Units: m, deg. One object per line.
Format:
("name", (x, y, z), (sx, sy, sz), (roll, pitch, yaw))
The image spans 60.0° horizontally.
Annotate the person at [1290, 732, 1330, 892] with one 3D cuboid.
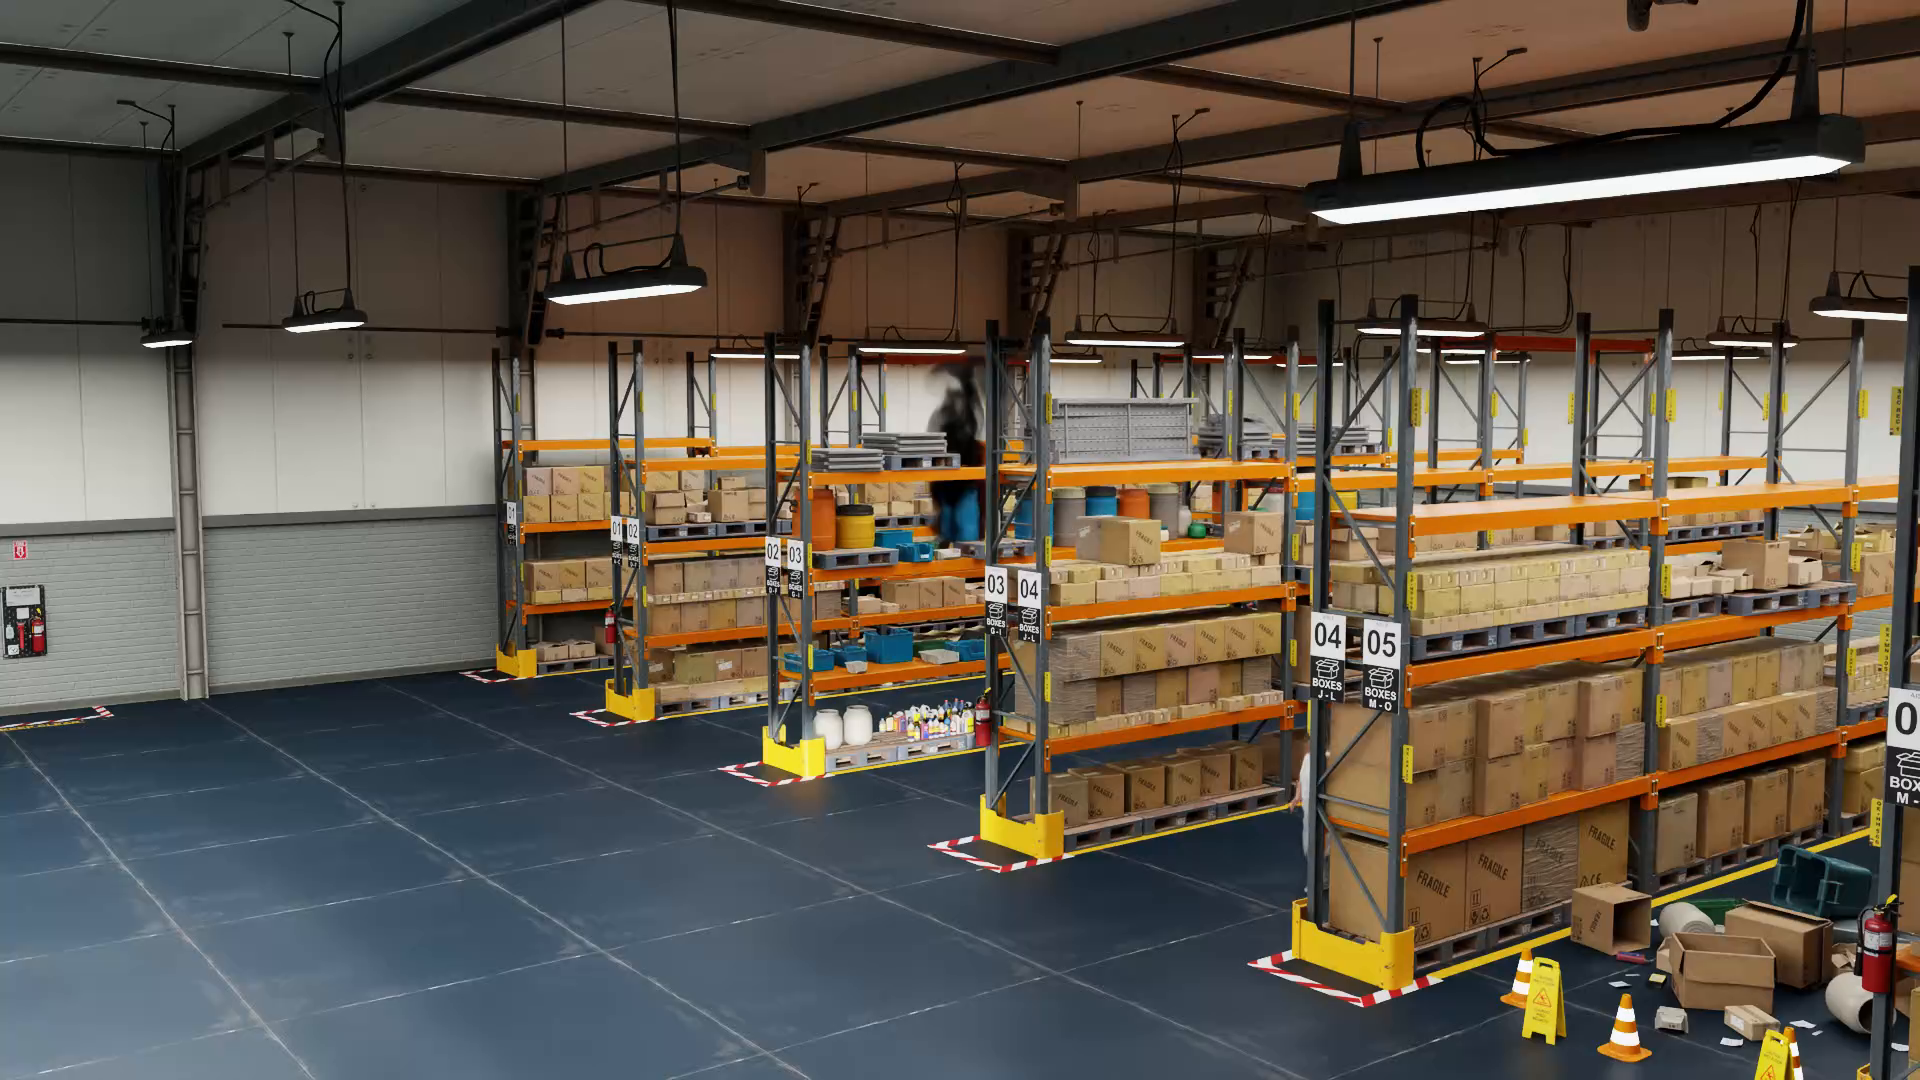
("person", (3.758, 2.794, 17.211), (0.672, 1.745, 0.679), (-3, 6, -32))
